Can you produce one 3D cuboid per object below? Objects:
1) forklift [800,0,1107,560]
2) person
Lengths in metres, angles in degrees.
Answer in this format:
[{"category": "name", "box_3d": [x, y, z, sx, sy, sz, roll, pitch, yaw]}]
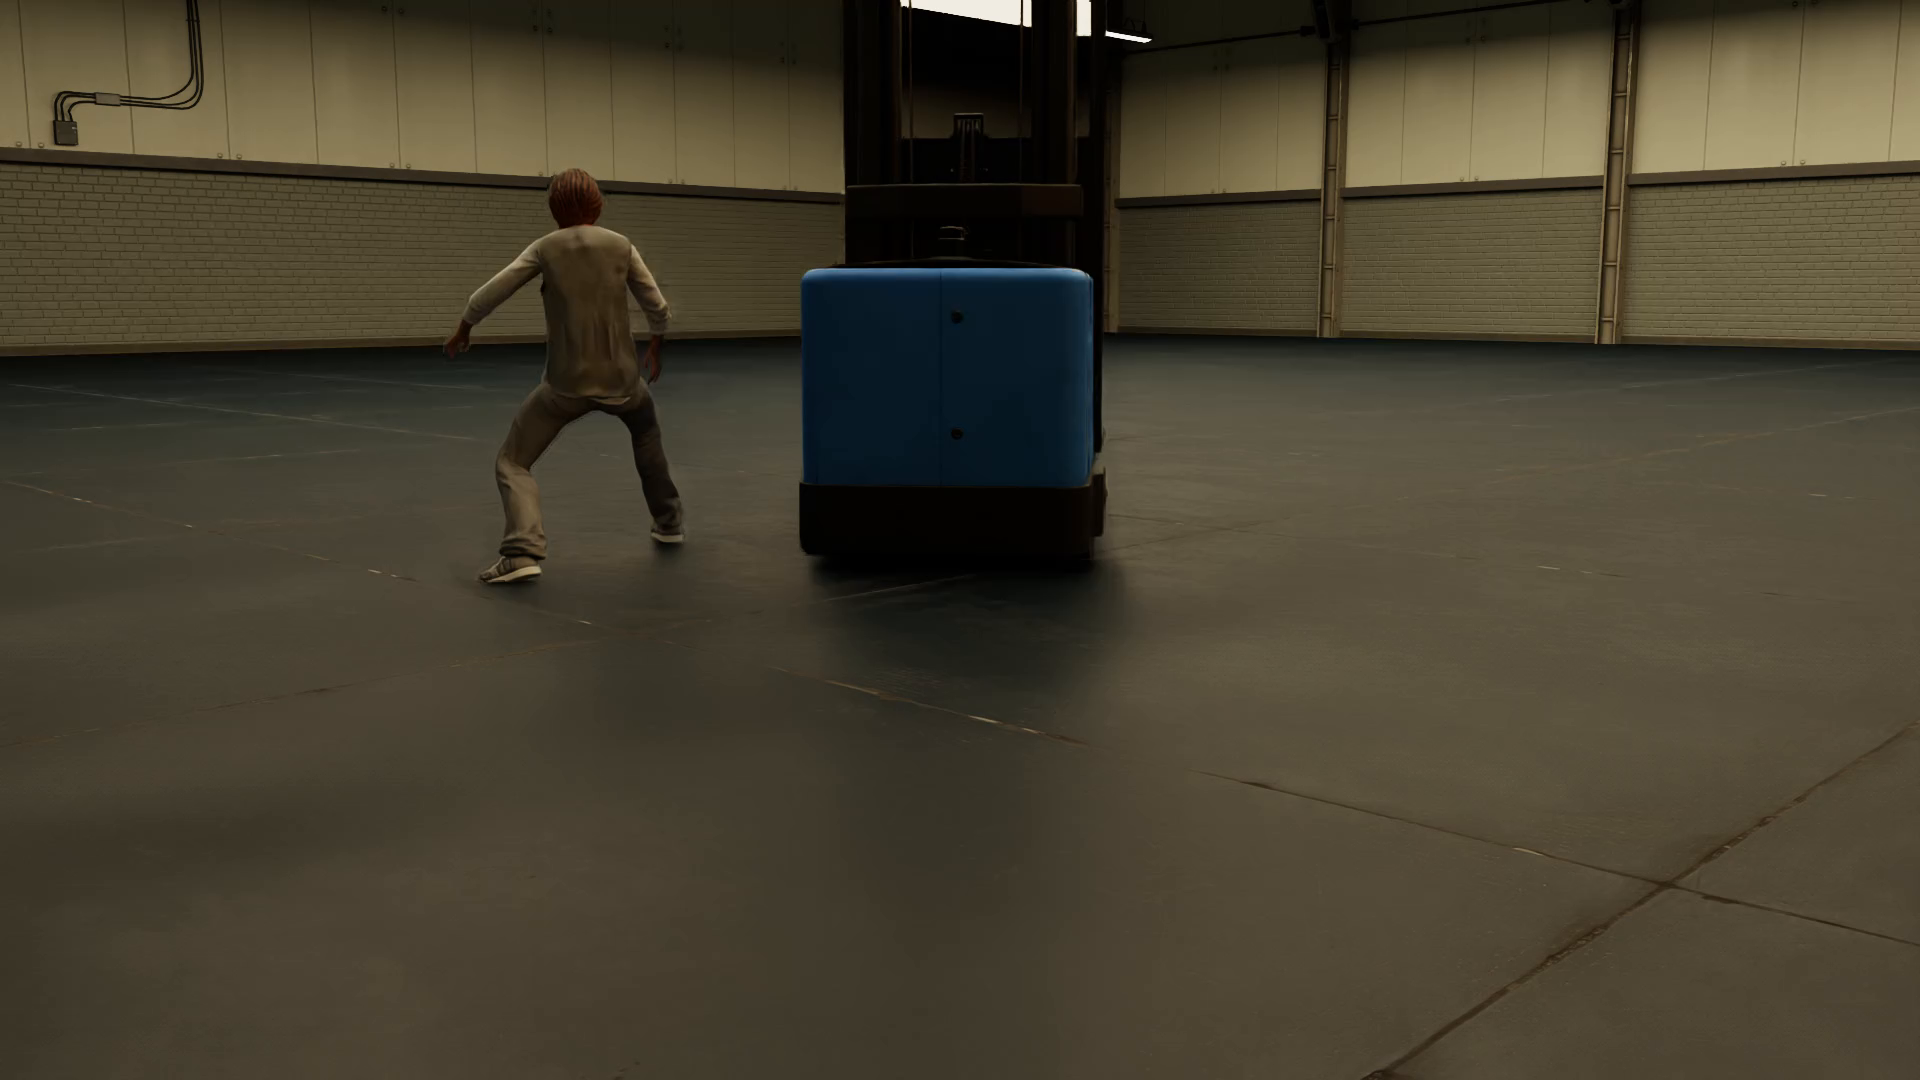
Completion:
[{"category": "forklift", "box_3d": [0.086, -1.554, 7.195, 1.130, 2.935, 3.031, 1, 9, 6]}, {"category": "person", "box_3d": [-1.402, -0.609, 6.068, 0.872, 1.459, 0.820, -3, 9, -22]}]
